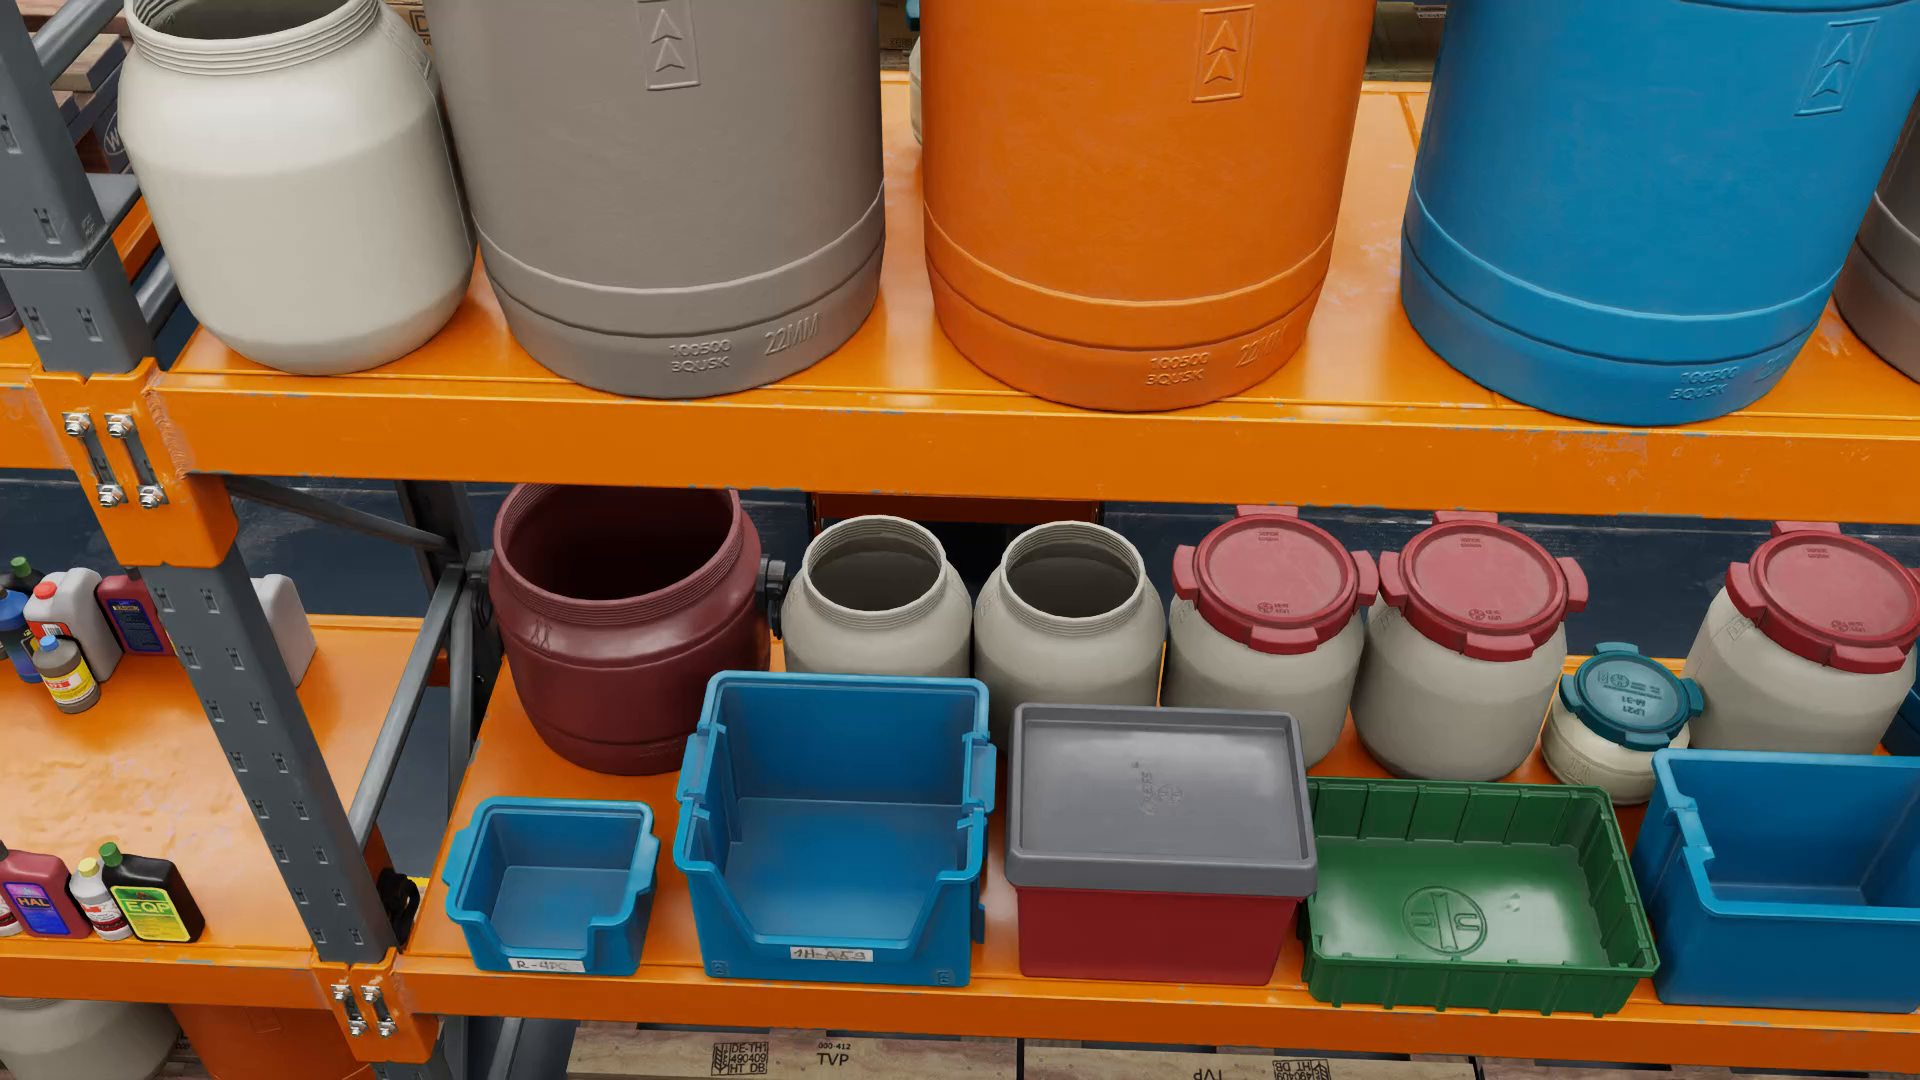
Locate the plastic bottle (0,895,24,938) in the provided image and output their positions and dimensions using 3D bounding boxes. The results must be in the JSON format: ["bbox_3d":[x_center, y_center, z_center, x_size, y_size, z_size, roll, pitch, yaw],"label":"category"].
[{"bbox_3d":[-1.988,0.720,3.423,0.097,0.201,0.097,0,43,0],"label":"plastic bottle"}]

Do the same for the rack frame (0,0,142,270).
[{"bbox_3d":[-1.219,-1.803,1.584,0.127,3.000,1.000,2,43,2],"label":"rack frame"}]

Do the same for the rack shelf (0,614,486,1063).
[{"bbox_3d":[-3.217,0.594,3.940,4.000,0.370,1.077,2,43,2],"label":"rack shelf"}]

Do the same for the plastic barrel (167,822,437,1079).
[{"bbox_3d":[-1.709,1.029,4.229,0.708,0.830,0.600,2,43,2],"label":"plastic barrel"}]

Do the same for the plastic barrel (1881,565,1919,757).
[{"bbox_3d":[2.404,0.113,3.560,0.708,0.901,0.600,2,43,2],"label":"plastic barrel"}]

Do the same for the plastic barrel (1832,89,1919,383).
[{"bbox_3d":[1.605,-0.654,2.183,0.600,0.901,0.600,0,43,0],"label":"plastic barrel"}]

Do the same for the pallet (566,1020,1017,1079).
[{"bbox_3d":[-0.447,1.462,4.525,1.213,0.211,1.003,2,43,2],"label":"pallet"}]

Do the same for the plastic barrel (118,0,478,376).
[{"bbox_3d":[-0.923,-0.528,2.334,0.421,0.512,0.421,0,43,0],"label":"plastic barrel"}]

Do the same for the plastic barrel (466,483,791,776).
[{"bbox_3d":[-0.742,0.150,3.788,0.708,0.536,0.600,2,43,2],"label":"plastic barrel"}]

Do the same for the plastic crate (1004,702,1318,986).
[{"bbox_3d":[0.381,0.626,3.330,0.583,0.464,0.402,2,43,2],"label":"plastic crate"}]

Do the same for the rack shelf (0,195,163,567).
[{"bbox_3d":[-3.217,-0.504,2.917,4.000,0.370,1.077,2,43,2],"label":"rack shelf"}]

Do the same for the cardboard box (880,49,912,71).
[{"bbox_3d":[-0.326,-2.220,7.944,0.500,0.500,0.700,0,43,0],"label":"cardboard box"}]

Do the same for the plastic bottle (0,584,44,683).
[{"bbox_3d":[-2.217,0.211,3.918,0.097,0.271,0.097,0,43,0],"label":"plastic bottle"}]

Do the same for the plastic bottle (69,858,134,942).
[{"bbox_3d":[-1.757,0.727,3.415,0.097,0.201,0.097,0,43,0],"label":"plastic bottle"}]

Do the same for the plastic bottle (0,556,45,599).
[{"bbox_3d":[-2.231,0.152,3.972,0.133,0.283,0.061,2,43,2],"label":"plastic bottle"}]

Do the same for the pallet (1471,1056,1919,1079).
[{"bbox_3d":[1.990,1.537,4.445,1.213,0.211,1.003,2,43,2],"label":"pallet"}]

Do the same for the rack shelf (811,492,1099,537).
[{"bbox_3d":[-0.007,-0.233,6.033,1.000,0.278,0.538,2,43,2],"label":"rack shelf"}]

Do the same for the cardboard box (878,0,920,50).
[{"bbox_3d":[-0.326,-2.501,7.695,0.500,0.250,0.500,3,43,4],"label":"cardboard box"}]

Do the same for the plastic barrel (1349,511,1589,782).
[{"bbox_3d":[1.098,0.264,3.667,0.433,0.535,0.433,0,43,0],"label":"plastic barrel"}]

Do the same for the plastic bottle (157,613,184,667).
[{"bbox_3d":[-1.849,0.206,3.974,0.097,0.201,0.097,0,43,0],"label":"plastic bottle"}]

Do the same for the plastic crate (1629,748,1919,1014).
[{"bbox_3d":[1.661,0.699,3.311,0.575,0.384,0.392,2,43,2],"label":"plastic crate"}]

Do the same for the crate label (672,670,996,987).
[{"bbox_3d":[-0.239,0.594,3.386,0.616,0.435,0.502,2,43,2],"label":"crate label"}]

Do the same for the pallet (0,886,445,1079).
[{"bbox_3d":[-2.009,1.416,4.575,1.213,0.211,1.003,2,43,2],"label":"pallet"}]

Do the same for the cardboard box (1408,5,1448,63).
[{"bbox_3d":[2.387,-2.138,7.855,0.500,0.500,0.700,-1,43,-1],"label":"cardboard box"}]

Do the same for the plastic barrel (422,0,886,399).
[{"bbox_3d":[-0.409,-0.716,2.250,0.600,0.901,0.600,0,43,0],"label":"plastic barrel"}]

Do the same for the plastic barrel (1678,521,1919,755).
[{"bbox_3d":[1.831,0.286,3.642,0.433,0.535,0.433,0,43,0],"label":"plastic barrel"}]

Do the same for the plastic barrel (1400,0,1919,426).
[{"bbox_3d":[0.952,-0.674,2.205,0.708,0.901,0.600,2,43,2],"label":"plastic barrel"}]

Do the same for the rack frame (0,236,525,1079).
[{"bbox_3d":[-1.219,0.392,3.629,0.127,3.000,1.000,2,43,2],"label":"rack frame"}]

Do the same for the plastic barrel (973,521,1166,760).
[{"bbox_3d":[0.239,0.250,3.699,0.421,0.512,0.421,0,43,0],"label":"plastic barrel"}]

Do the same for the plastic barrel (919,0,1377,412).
[{"bbox_3d":[0.245,-0.670,2.253,0.708,0.830,0.600,2,43,2],"label":"plastic barrel"}]

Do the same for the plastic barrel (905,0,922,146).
[{"bbox_3d":[0.062,-0.775,2.782,0.301,0.262,0.301,0,43,0],"label":"plastic barrel"}]

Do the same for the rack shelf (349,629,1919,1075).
[{"bbox_3d":[0.779,0.717,3.808,4.000,0.370,1.077,2,43,2],"label":"rack shelf"}]

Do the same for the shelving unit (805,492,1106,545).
[{"bbox_3d":[-0.007,-0.412,5.867,1.048,1.125,0.538,2,43,2],"label":"shelving unit"}]

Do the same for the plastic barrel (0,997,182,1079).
[{"bbox_3d":[-2.277,1.189,4.291,0.421,0.512,0.421,0,43,0],"label":"plastic barrel"}]

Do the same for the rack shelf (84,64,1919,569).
[{"bbox_3d":[0.779,-0.381,2.786,4.000,0.370,1.077,2,43,2],"label":"rack shelf"}]

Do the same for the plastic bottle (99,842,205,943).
[{"bbox_3d":[-1.643,0.713,3.370,0.133,0.283,0.061,2,43,2],"label":"plastic bottle"}]

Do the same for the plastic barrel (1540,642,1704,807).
[{"bbox_3d":[1.461,0.420,3.700,0.301,0.262,0.301,0,43,0],"label":"plastic barrel"}]

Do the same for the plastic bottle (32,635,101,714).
[{"bbox_3d":[-2.086,0.303,3.870,0.097,0.201,0.097,0,43,0],"label":"plastic bottle"}]

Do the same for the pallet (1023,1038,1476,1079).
[{"bbox_3d":[0.768,1.502,4.483,1.213,0.211,1.003,2,43,2],"label":"pallet"}]

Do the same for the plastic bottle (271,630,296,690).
[{"bbox_3d":[-1.644,0.307,3.810,0.135,0.276,0.152,2,43,2],"label":"plastic bottle"}]

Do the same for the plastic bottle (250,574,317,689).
[{"bbox_3d":[-1.637,0.204,3.922,0.135,0.276,0.152,2,43,2],"label":"plastic bottle"}]

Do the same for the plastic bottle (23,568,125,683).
[{"bbox_3d":[-2.099,0.190,3.937,0.135,0.276,0.152,2,43,2],"label":"plastic bottle"}]

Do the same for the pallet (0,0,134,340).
[{"bbox_3d":[-1.979,-0.727,2.767,1.213,0.211,1.003,2,43,2],"label":"pallet"}]

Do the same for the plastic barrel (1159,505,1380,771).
[{"bbox_3d":[0.666,0.250,3.681,0.433,0.535,0.433,0,43,0],"label":"plastic barrel"}]

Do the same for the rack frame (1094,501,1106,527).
[{"bbox_3d":[0.501,-0.396,5.850,0.032,1.125,0.500,2,43,2],"label":"rack frame"}]

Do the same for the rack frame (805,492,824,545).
[{"bbox_3d":[-0.515,-0.427,5.884,0.032,1.125,0.500,2,43,2],"label":"rack frame"}]

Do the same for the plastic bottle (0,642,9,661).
[{"bbox_3d":[-2.347,0.191,3.990,0.097,0.201,0.097,0,43,0],"label":"plastic bottle"}]

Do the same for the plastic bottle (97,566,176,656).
[{"bbox_3d":[-1.963,0.160,3.963,0.133,0.283,0.061,2,43,2],"label":"plastic bottle"}]

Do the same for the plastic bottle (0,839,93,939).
[{"bbox_3d":[-1.873,0.706,3.378,0.133,0.283,0.061,2,43,2],"label":"plastic bottle"}]

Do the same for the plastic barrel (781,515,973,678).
[{"bbox_3d":[-0.182,0.237,3.713,0.421,0.512,0.421,0,43,0],"label":"plastic barrel"}]

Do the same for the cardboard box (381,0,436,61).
[{"bbox_3d":[-2.575,-2.425,7.903,0.875,0.875,1.225,2,43,2],"label":"cardboard box"}]

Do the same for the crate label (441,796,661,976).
[{"bbox_3d":[-0.815,0.721,3.398,0.416,0.233,0.303,2,43,2],"label":"crate label"}]

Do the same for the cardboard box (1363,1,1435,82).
[{"bbox_3d":[1.912,-2.165,7.885,0.500,0.500,0.700,2,43,2],"label":"cardboard box"}]

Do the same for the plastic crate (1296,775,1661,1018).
[{"bbox_3d":[1.024,0.731,3.420,0.662,0.188,0.450,2,43,2],"label":"plastic crate"}]
